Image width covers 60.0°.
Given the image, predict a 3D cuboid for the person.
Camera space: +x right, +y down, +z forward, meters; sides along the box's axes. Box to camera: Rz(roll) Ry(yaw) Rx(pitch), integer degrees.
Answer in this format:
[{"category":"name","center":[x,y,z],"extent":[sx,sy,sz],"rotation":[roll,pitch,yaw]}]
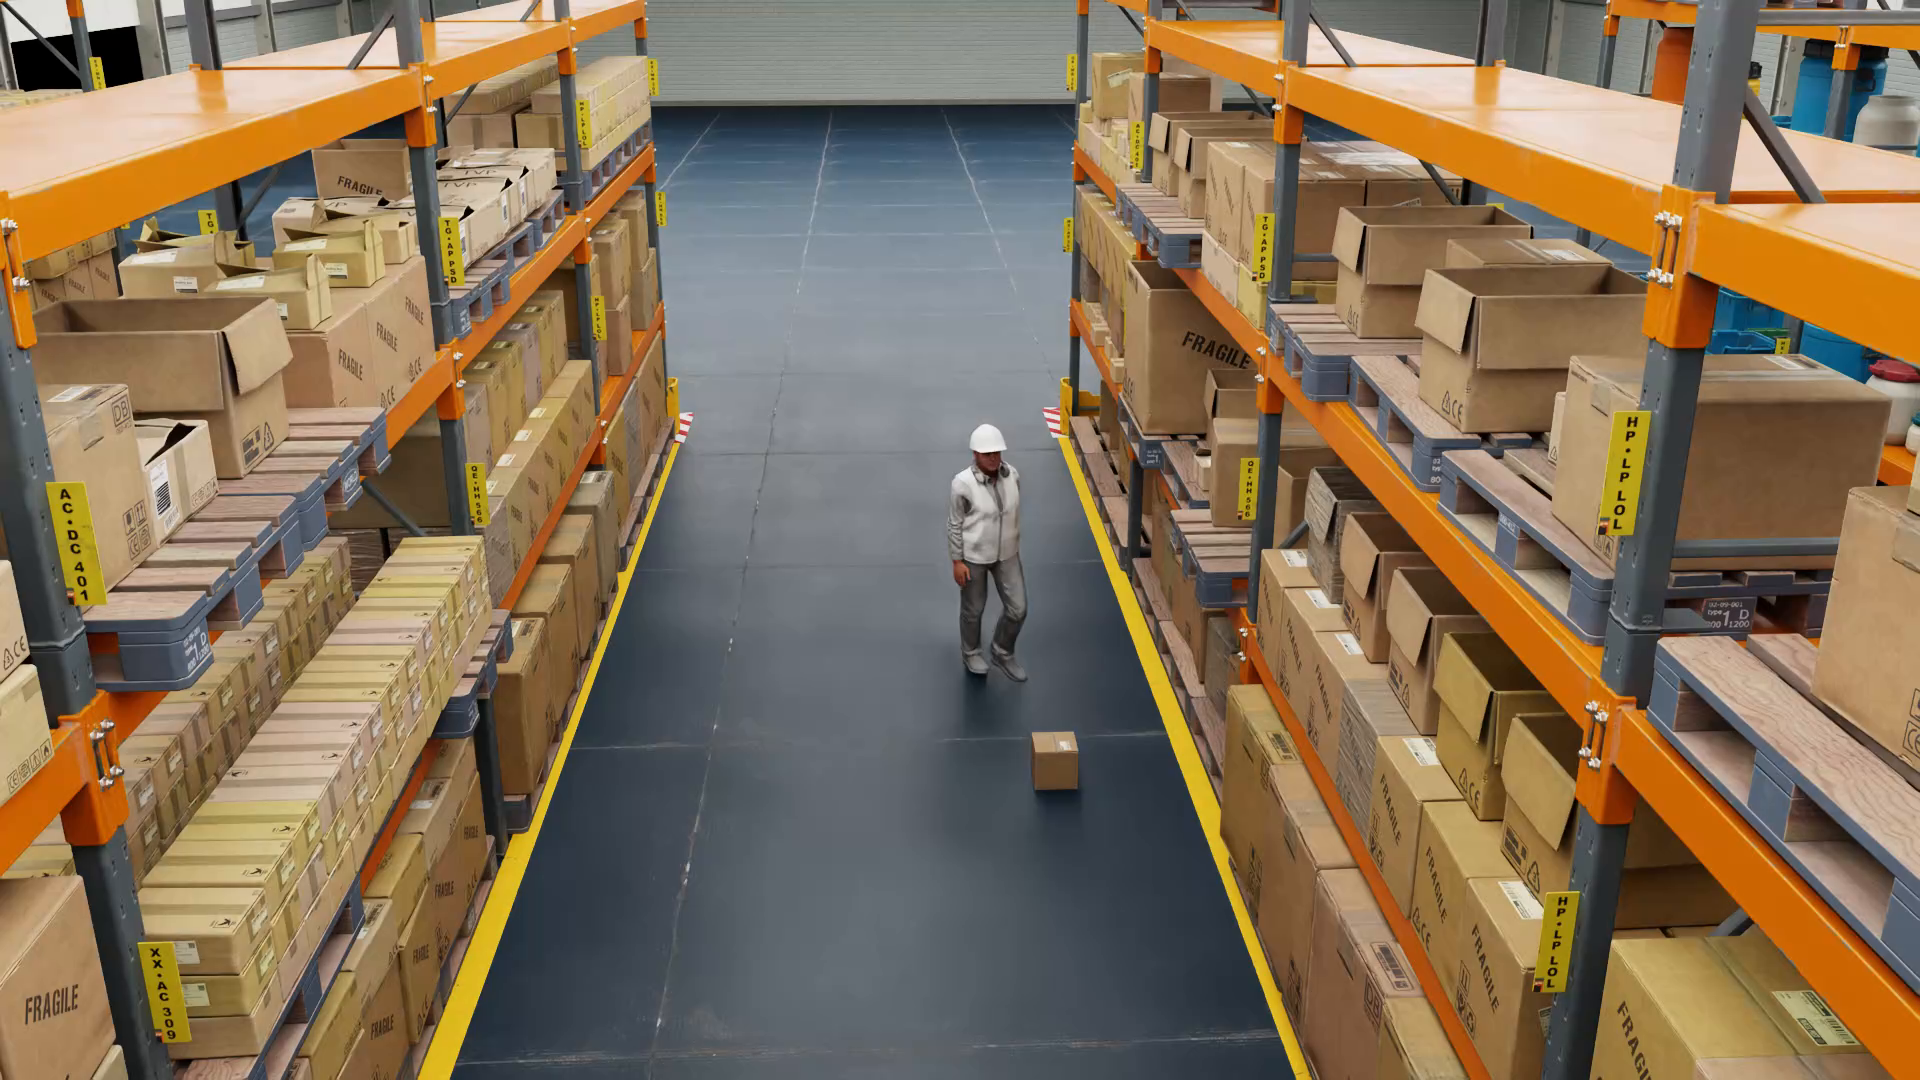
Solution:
[{"category":"person","center":[0.151,0.083,10.799],"extent":[0.563,1.781,0.549],"rotation":[-9,22,-23]}]
